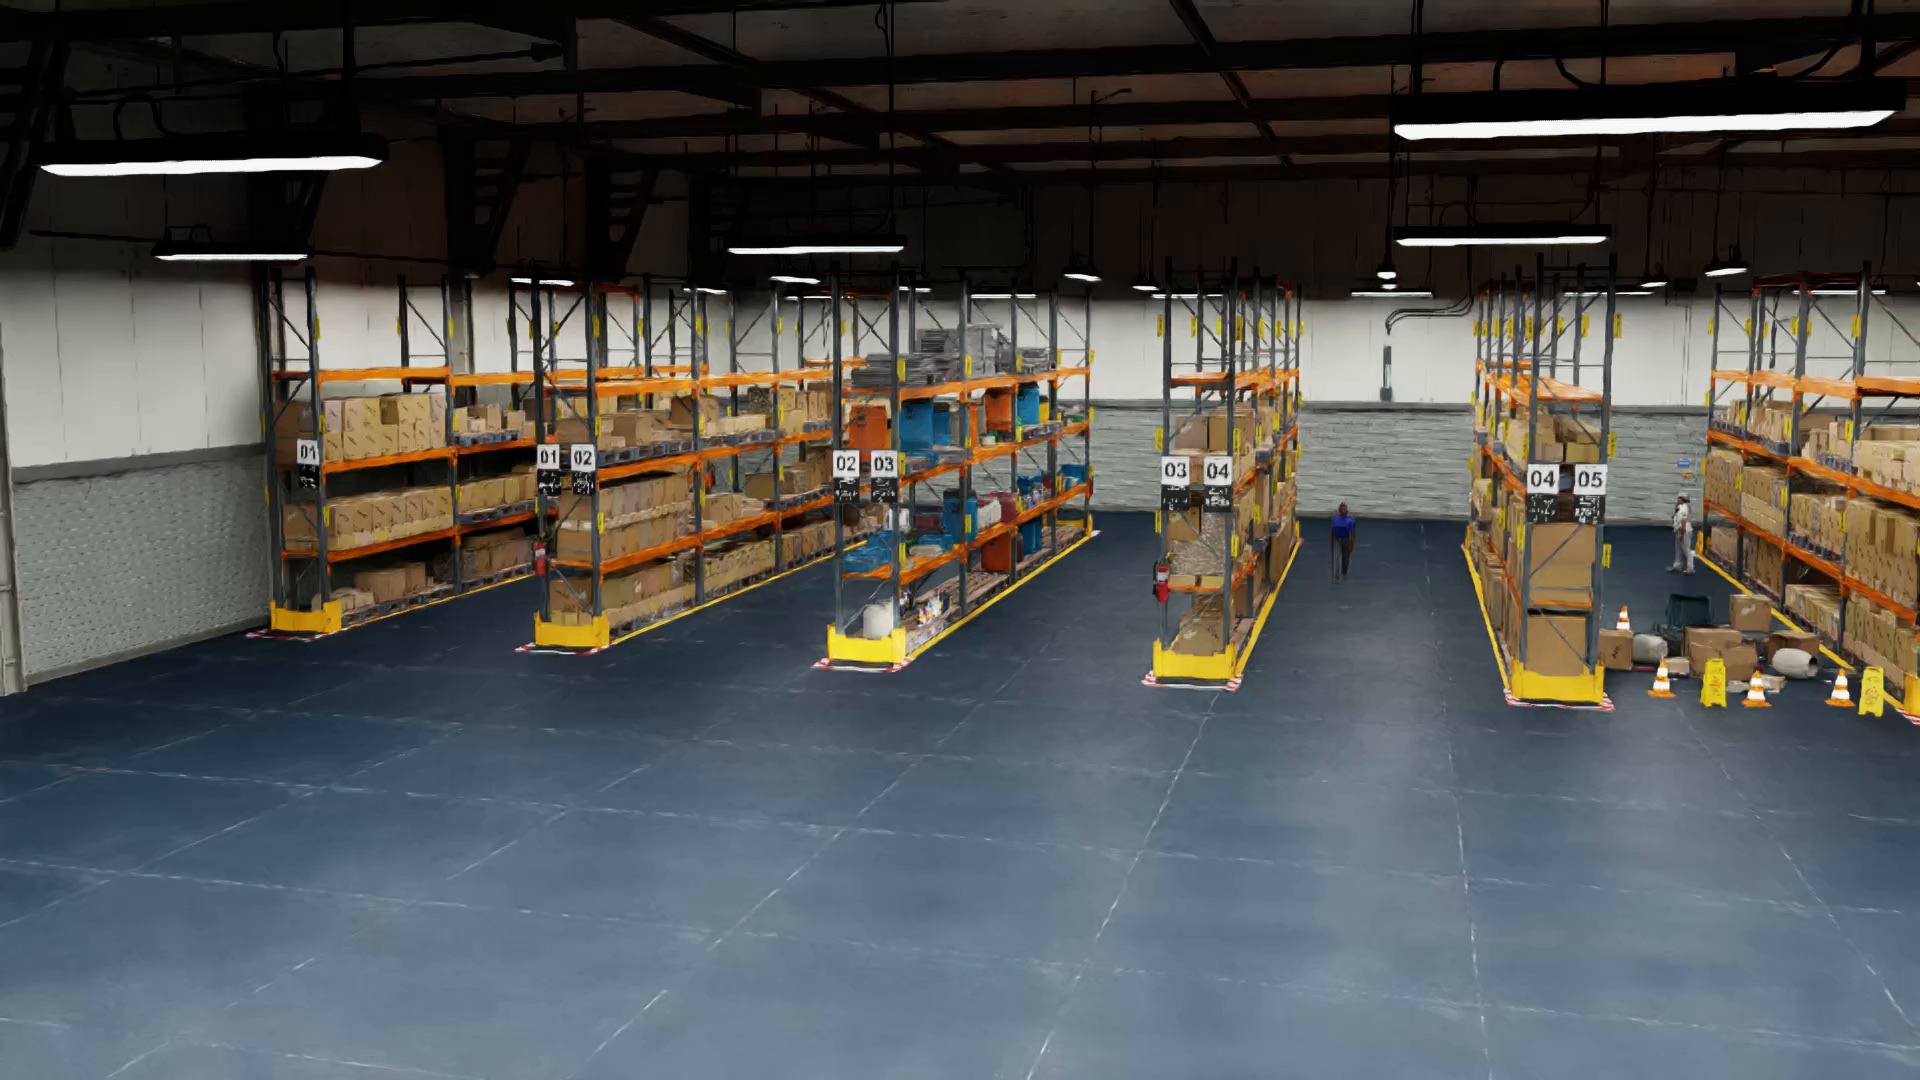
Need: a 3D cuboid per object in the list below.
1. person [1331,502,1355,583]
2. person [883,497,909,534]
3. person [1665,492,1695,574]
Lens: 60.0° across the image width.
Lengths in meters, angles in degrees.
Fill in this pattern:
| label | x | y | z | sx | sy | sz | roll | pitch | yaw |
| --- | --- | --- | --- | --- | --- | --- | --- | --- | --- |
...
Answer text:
| label | x | y | z | sx | sy | sz | roll | pitch | yaw |
| --- | --- | --- | --- | --- | --- | --- | --- | --- | --- |
| person | 7.572 | 0.038 | 32.881 | 0.447 | 1.563 | 1.069 | 2 | 7 | 13 |
| person | -1.220 | -0.054 | 33.212 | 0.677 | 1.726 | 0.574 | 2 | 7 | 13 |
| person | 14.863 | -0.164 | 34.234 | 0.561 | 1.651 | 0.683 | 3 | 8 | 23 |
